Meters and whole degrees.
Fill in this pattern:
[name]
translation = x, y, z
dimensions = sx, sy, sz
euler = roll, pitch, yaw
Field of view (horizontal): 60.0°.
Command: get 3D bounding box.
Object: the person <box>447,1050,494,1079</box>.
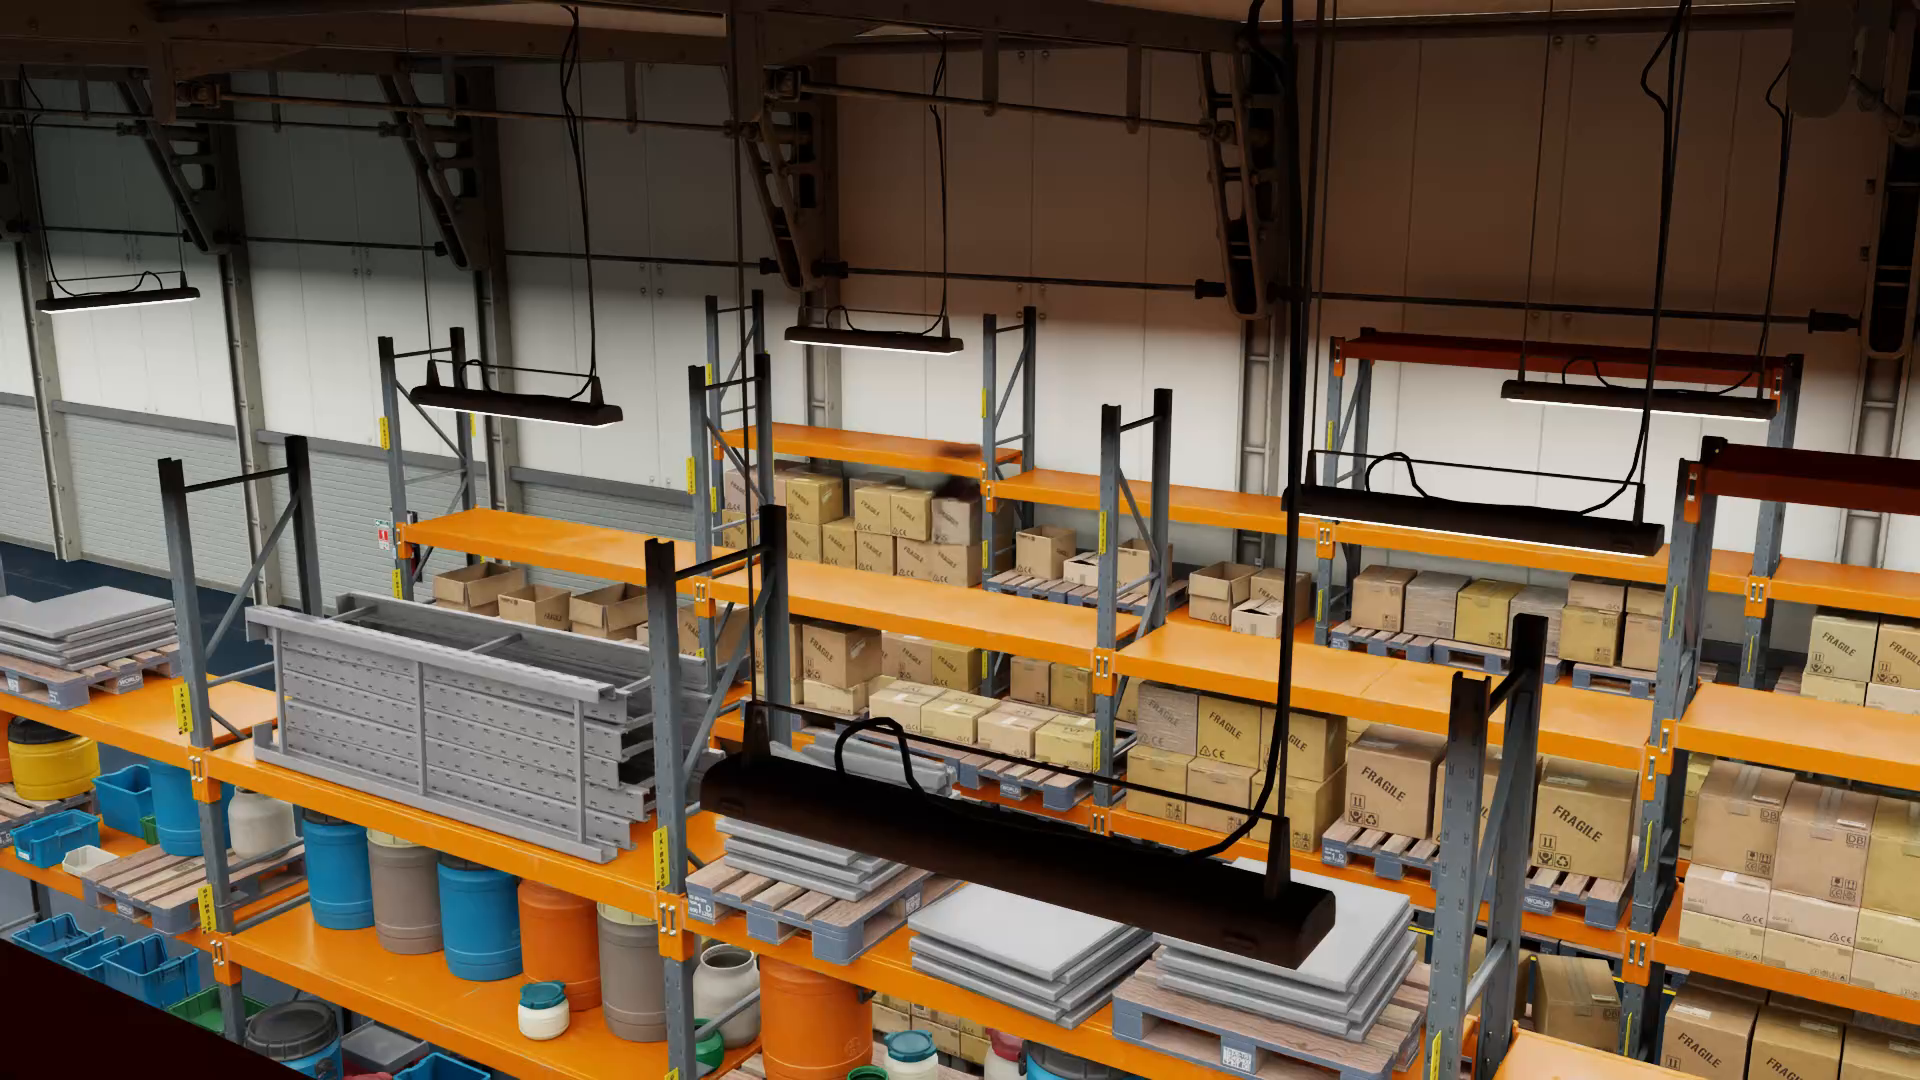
[person]
translation = -3.863, 4.107, 13.321
dimensions = 0.429, 1.557, 0.674
euler = -9, 17, -33
